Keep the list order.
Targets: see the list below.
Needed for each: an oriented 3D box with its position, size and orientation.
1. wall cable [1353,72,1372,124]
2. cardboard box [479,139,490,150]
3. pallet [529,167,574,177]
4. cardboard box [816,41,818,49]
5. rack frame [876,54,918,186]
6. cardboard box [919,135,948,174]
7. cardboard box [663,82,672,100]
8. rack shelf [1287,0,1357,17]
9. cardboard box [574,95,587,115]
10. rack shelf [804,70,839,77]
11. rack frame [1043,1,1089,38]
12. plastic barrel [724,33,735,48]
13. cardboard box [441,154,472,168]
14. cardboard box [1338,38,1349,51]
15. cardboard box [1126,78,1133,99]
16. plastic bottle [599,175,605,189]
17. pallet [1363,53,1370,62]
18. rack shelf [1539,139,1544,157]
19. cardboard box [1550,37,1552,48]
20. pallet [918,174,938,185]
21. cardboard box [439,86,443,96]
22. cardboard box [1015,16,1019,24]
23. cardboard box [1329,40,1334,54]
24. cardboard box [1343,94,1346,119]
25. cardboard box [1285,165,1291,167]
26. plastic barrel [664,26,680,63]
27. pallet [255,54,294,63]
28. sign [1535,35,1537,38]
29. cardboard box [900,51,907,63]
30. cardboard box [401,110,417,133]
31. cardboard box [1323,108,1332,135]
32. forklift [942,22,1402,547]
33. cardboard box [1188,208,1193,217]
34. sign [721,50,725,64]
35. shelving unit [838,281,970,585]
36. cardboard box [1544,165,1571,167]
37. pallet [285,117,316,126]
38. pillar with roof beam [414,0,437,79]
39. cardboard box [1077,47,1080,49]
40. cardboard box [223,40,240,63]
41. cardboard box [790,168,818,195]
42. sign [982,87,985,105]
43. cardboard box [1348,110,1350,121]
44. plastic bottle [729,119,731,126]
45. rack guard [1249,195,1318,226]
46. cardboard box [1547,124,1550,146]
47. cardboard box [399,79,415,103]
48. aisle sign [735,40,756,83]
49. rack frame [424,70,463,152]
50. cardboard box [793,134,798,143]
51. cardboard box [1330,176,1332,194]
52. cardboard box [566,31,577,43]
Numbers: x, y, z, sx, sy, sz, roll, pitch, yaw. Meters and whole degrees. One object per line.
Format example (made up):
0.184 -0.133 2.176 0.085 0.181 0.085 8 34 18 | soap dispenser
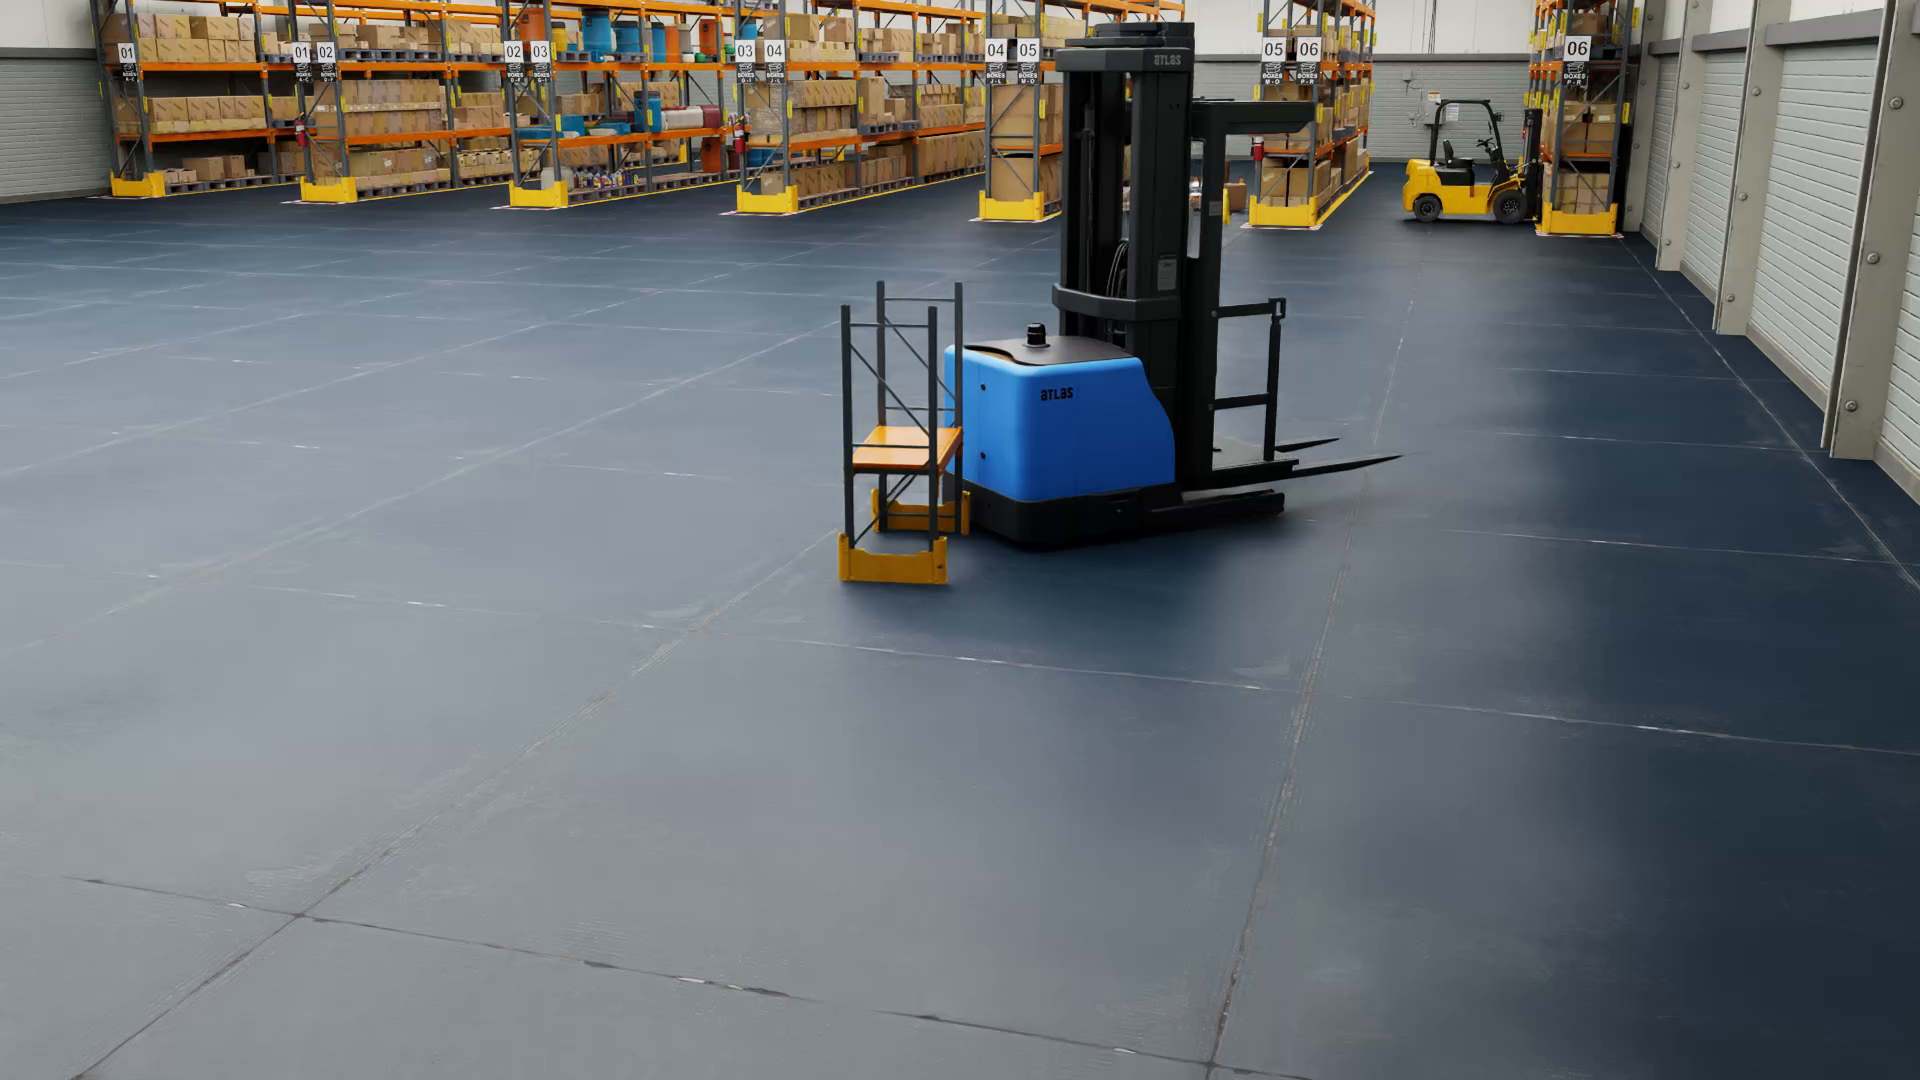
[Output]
11.862 -13.220 49.022 0.585 1.953 0.123 5 16 16 | wall cable
-14.147 -11.432 48.448 0.700 0.500 0.500 4 16 15 | cardboard box
-10.742 -9.535 43.058 1.003 0.211 1.213 5 16 16 | pallet
-3.038 -9.845 33.089 0.380 0.149 0.250 4 16 15 | cardboard box
-1.493 -9.915 39.287 1.000 3.000 0.127 5 16 16 | rack frame
-1.017 -9.506 40.971 1.225 0.875 0.875 5 16 16 | cardboard box
-8.722 -13.036 48.276 0.500 0.500 0.500 5 17 17 | cardboard box
7.440 -10.971 34.067 1.077 0.370 4.000 5 16 16 | rack shelf
-10.296 -11.513 43.971 0.700 0.500 0.500 1 16 2 | cardboard box
-4.537 -12.965 45.865 1.077 0.370 4.000 5 16 16 | rack shelf
2.097 -11.343 33.330 1.000 3.000 0.127 5 16 16 | rack frame
-5.883 -12.485 41.833 0.433 0.535 0.433 0 16 0 | plastic barrel
-11.771 -8.875 38.864 0.500 0.311 0.500 5 16 16 | cardboard box
7.422 -9.794 32.872 0.500 0.250 0.500 4 16 14 | cardboard box
4.244 -11.366 41.845 0.500 0.500 0.500 4 16 14 | cardboard box
-7.620 -7.619 35.364 0.061 0.283 0.133 5 17 17 | plastic bottle
9.736 -12.124 41.744 1.003 0.211 1.213 5 16 16 | pallet
12.200 -7.893 33.478 1.077 0.370 4.000 5 16 16 | rack shelf
11.822 -9.775 32.509 0.500 0.311 0.500 4 16 14 | cardboard box
-1.197 -8.774 40.375 1.003 0.211 1.213 5 16 16 | pallet
-14.646 -12.400 45.911 0.500 0.250 0.500 5 17 17 | cardboard box
0.876 -9.613 30.774 0.380 0.149 0.250 5 17 17 | cardboard box
6.703 -9.213 31.046 0.500 0.250 0.500 4 16 15 | cardboard box
7.867 -9.131 35.025 0.500 0.500 0.500 3 16 12 | cardboard box
5.857 -6.660 30.707 0.500 0.500 0.500 5 17 18 | cardboard box
-6.869 -11.579 38.872 0.600 0.830 0.708 5 16 16 | plastic barrel
-16.600 -11.526 39.817 1.213 0.211 1.003 5 16 16 | pallet
13.382 -11.541 38.575 0.100 0.325 0.005 5 16 16 | sign
-1.521 -11.011 37.932 0.500 0.250 0.500 5 16 16 | cardboard box
-12.537 -9.299 36.935 0.700 0.500 0.500 5 17 17 | cardboard box
6.844 -8.020 31.880 0.500 0.500 0.500 5 17 18 | cardboard box
1.432 -1.637 10.230 3.031 2.935 1.130 -8 18 -27 | forklift
4.170 -6.181 31.349 0.250 0.149 0.380 -15 21 -41 | cardboard box
-5.713 -11.651 40.103 0.100 0.325 0.005 5 16 16 | sign
-0.301 -0.633 9.314 0.587 1.500 1.083 2 16 7 | shelving unit
10.908 -6.710 30.425 0.500 0.250 0.500 5 17 18 | cardboard box
-16.264 -10.454 41.539 1.003 0.211 1.213 5 16 16 | pallet
-11.107 -14.916 45.926 9.100 9.000 0.400 5 16 16 | pillar with roof beam
2.156 -9.776 32.808 0.380 0.149 0.250 5 17 17 | cardboard box
-16.940 -11.239 38.239 0.500 0.500 0.500 3 16 11 | cardboard box
-3.240 -7.305 33.897 0.500 0.500 0.500 6 17 21 | cardboard box
0.444 -8.127 30.430 0.100 0.325 0.005 5 16 16 | sign
8.389 -9.428 36.930 0.500 0.250 0.500 5 16 15 | cardboard box
-5.722 -10.345 41.169 0.097 0.201 0.097 0 16 0 | plastic bottle
5.756 -5.870 29.610 1.175 0.500 0.348 5 16 16 | rack guard
10.980 -7.398 30.231 0.500 0.500 0.500 4 16 15 | cardboard box
-12.532 -9.930 36.780 0.700 0.500 0.500 5 16 16 | cardboard box
-4.072 -9.079 31.578 0.394 0.787 0.004 5 16 16 | aisle sign
-14.604 -12.113 47.040 1.000 3.000 0.127 5 16 16 | rack frame
-3.368 -7.821 32.366 0.380 0.149 0.250 5 16 16 | cardboard box
7.018 -7.175 33.674 0.950 0.372 0.625 5 17 17 | cardboard box
-10.444 -12.996 43.519 0.600 0.600 0.600 4 16 14 | cardboard box
